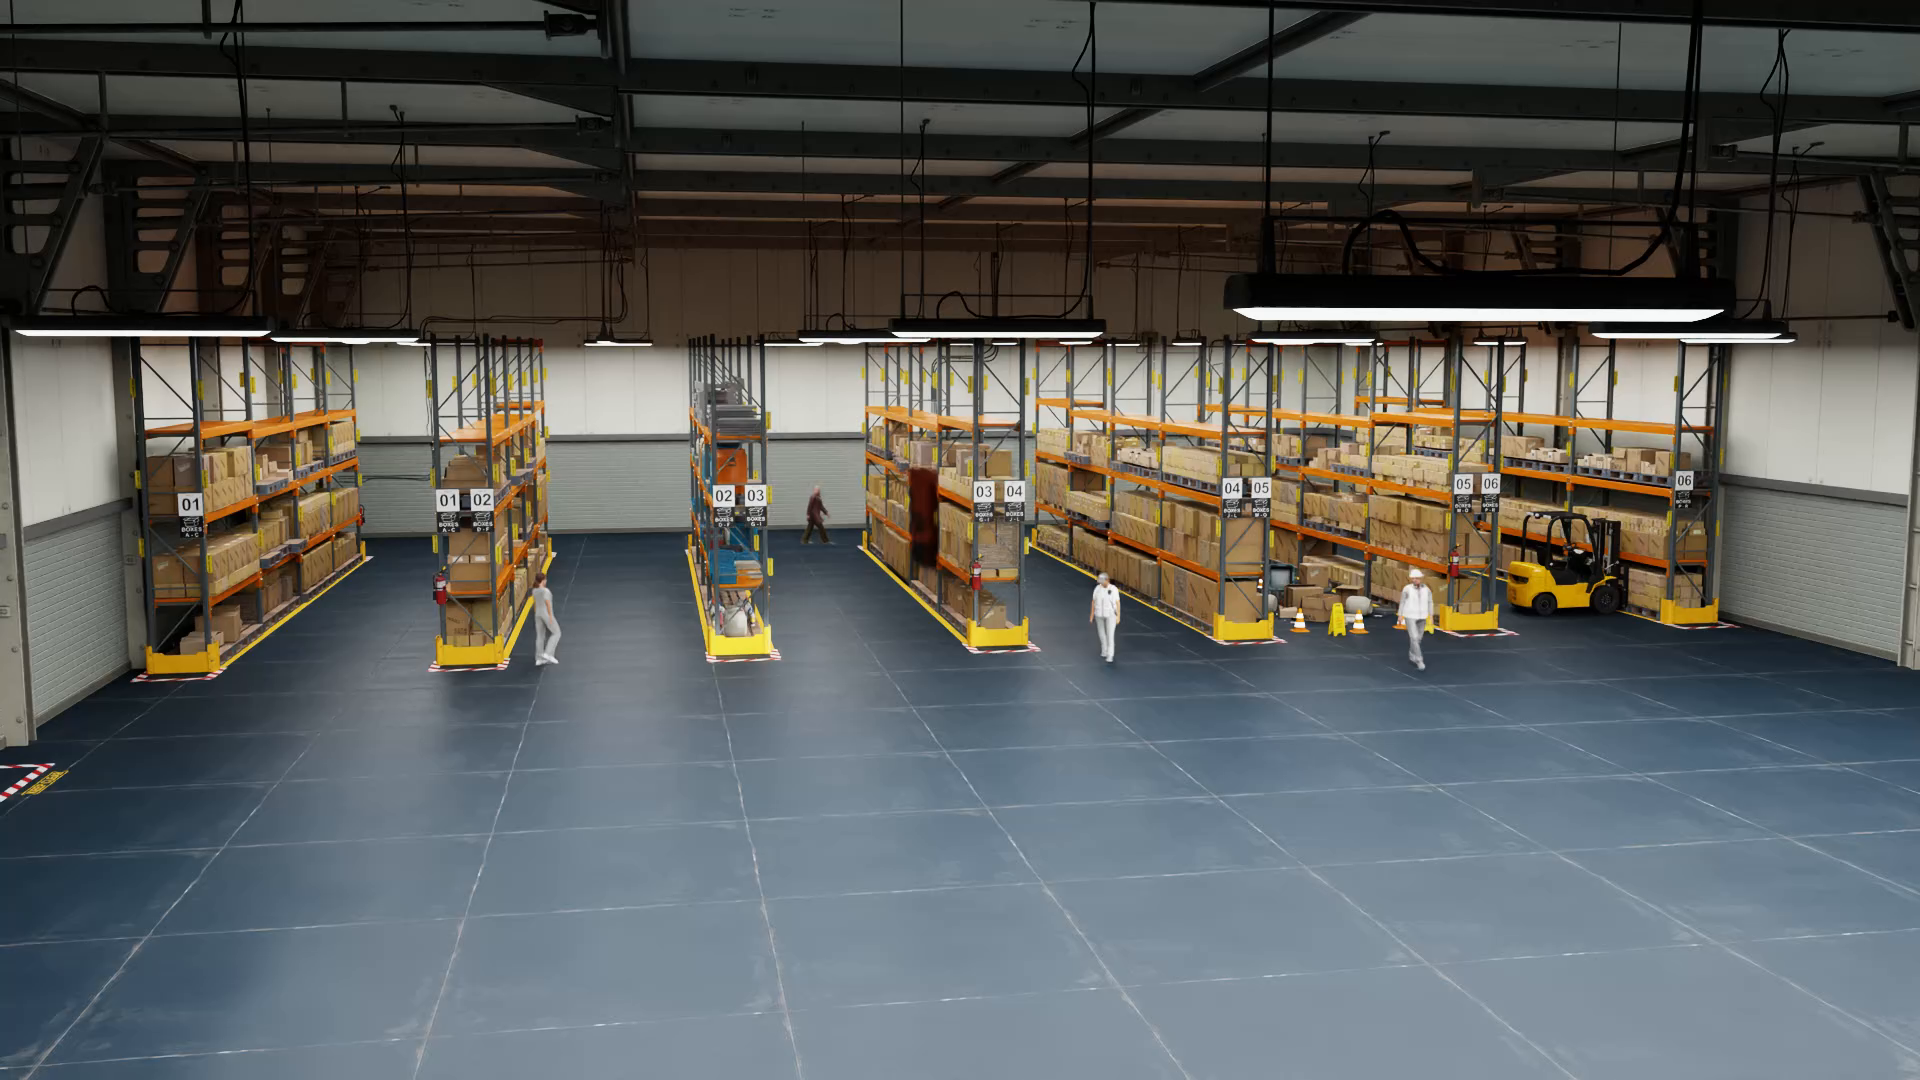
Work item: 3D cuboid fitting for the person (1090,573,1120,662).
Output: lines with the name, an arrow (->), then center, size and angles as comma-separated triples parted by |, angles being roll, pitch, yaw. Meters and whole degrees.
person -> 2.681, 1.400, 30.724 | 0.521, 1.616, 0.896 | 3, 7, 24

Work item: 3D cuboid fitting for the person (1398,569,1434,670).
person -> 8.279, 1.406, 30.056 | 0.571, 1.759, 0.871 | -1, 7, -9

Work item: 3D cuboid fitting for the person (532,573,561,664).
person -> -7.586, 1.422, 30.287 | 0.553, 1.651, 0.482 | 3, 7, 25

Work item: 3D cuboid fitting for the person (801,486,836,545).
person -> -4.155, -0.675, 48.556 | 1.031, 1.635, 0.526 | 0, 7, -3
